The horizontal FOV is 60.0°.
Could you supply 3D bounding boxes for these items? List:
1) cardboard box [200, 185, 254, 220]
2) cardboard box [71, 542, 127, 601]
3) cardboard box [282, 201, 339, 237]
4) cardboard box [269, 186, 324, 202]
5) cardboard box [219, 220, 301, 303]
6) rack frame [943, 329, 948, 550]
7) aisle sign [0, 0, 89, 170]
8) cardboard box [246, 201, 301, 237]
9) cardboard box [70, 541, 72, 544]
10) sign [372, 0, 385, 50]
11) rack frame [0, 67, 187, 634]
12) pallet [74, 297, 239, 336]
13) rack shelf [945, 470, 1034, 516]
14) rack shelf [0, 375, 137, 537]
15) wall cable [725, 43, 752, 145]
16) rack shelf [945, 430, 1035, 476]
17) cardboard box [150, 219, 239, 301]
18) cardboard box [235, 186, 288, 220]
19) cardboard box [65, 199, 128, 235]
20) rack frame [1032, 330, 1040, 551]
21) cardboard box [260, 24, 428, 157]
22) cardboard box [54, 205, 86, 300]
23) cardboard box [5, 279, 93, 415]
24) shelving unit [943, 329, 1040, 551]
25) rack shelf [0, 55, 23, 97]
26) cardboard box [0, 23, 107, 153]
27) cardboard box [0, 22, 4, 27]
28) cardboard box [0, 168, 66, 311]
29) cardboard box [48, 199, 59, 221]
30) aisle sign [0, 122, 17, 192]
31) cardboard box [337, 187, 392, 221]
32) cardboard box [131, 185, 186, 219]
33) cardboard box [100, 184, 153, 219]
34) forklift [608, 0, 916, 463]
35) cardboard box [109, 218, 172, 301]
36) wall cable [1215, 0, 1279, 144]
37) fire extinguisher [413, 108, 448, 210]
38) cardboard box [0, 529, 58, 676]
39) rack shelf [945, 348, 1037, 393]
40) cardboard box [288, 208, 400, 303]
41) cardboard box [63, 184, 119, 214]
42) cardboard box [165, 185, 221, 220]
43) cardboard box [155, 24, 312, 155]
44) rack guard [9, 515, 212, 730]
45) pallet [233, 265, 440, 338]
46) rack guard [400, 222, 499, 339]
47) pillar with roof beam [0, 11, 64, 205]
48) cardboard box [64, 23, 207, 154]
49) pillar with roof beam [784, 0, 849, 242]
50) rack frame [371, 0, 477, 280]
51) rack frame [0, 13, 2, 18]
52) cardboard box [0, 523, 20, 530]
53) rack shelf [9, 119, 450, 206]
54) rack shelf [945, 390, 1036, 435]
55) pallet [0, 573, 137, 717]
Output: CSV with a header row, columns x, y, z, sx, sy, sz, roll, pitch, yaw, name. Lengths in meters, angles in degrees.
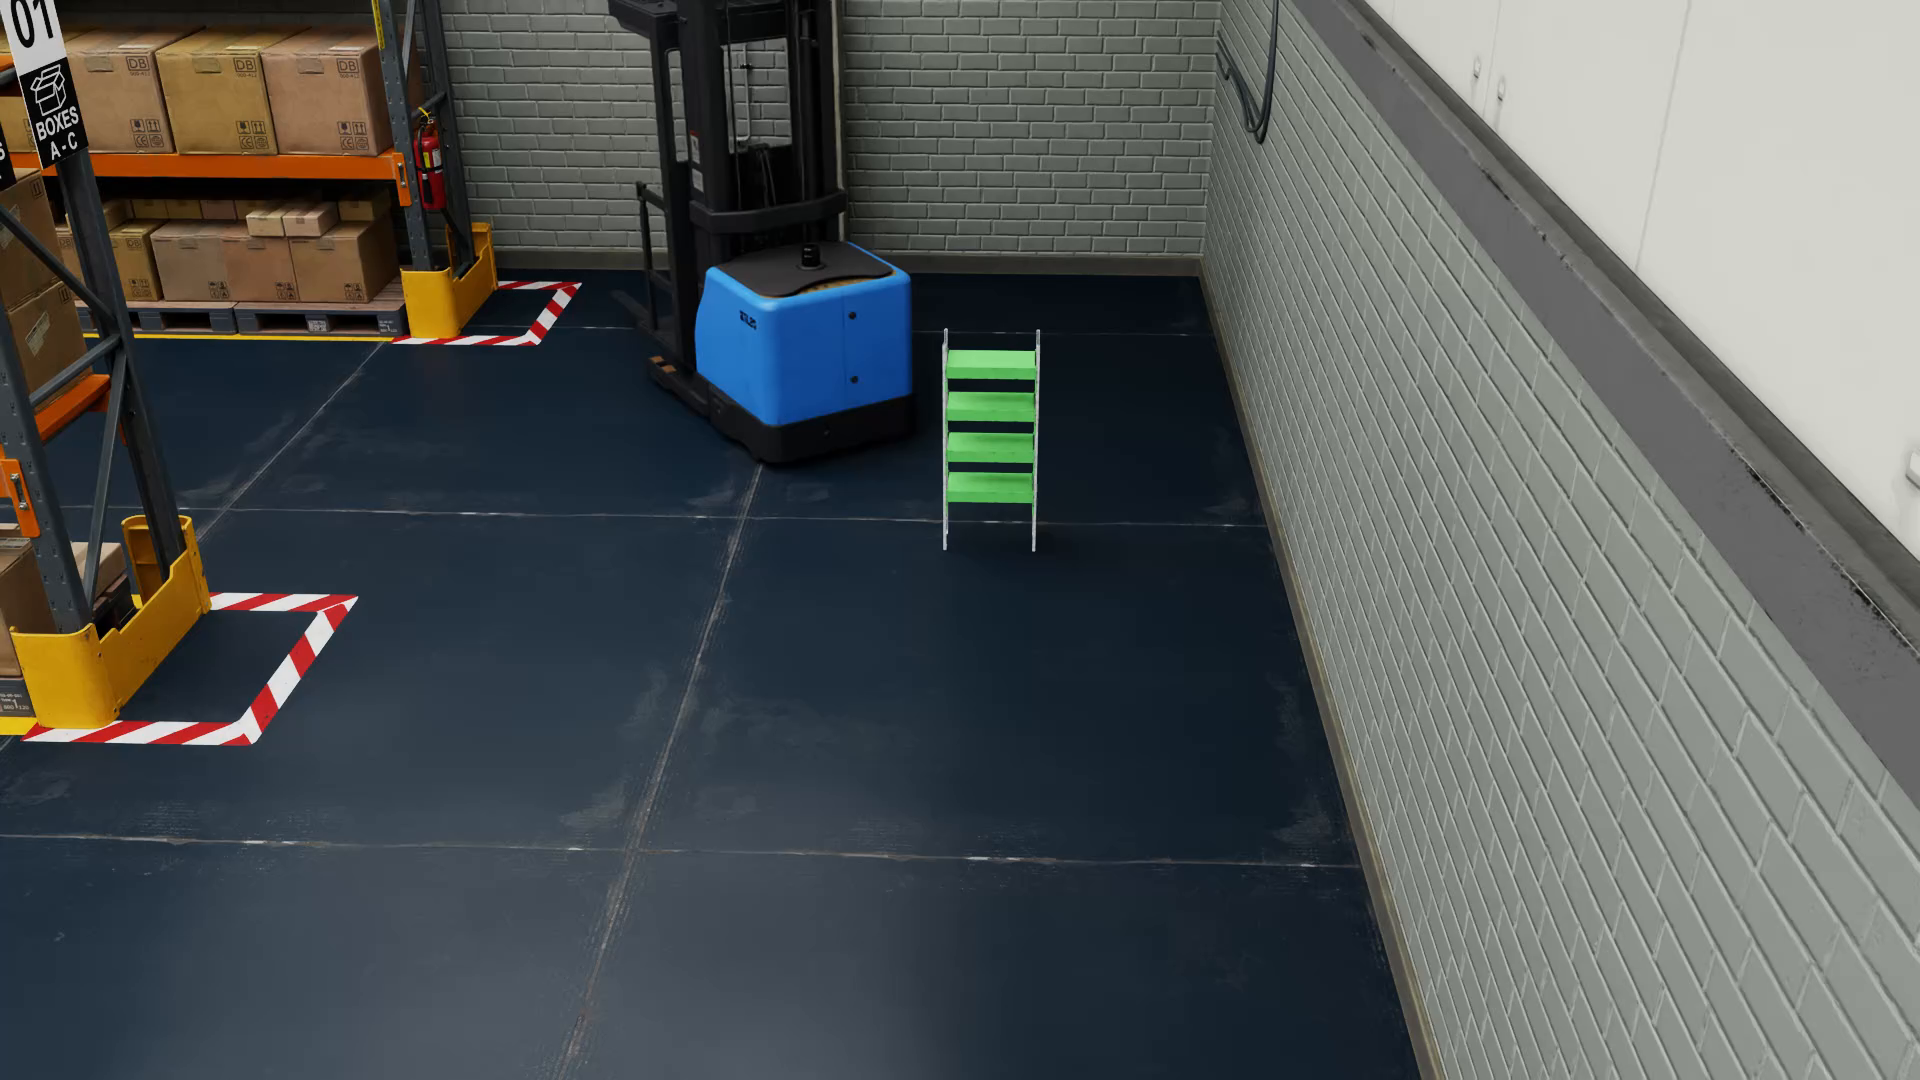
x,y,z,sx,sy,sz,roll,pitch,yaw,name
-5.393,-2.492,12.276,0.250,0.149,0.380,1,28,3,cardboard box
-4.389,0.165,8.311,0.250,0.149,0.380,1,28,2,cardboard box
-4.649,-2.301,11.915,0.250,0.149,0.380,1,28,1,cardboard box
-4.889,-2.483,12.260,0.250,0.149,0.380,1,28,2,cardboard box
-5.014,-2.106,12.240,0.500,0.500,0.700,1,28,2,cardboard box
-0.078,-0.531,8.971,0.015,1.200,0.240,1,28,2,rack frame
-3.904,-2.018,7.078,0.004,0.787,0.394,1,28,2,aisle sign
-4.904,-2.305,11.923,0.250,0.149,0.380,2,28,3,cardboard box
-4.638,0.153,8.314,0.250,0.166,0.380,1,28,2,cardboard box
-3.844,-3.414,10.998,0.005,0.325,0.100,1,28,2,sign
-3.982,-0.733,7.429,0.127,3.000,1.000,1,28,2,rack frame
-5.829,-1.817,12.453,1.213,0.211,1.003,1,28,2,pallet
0.165,-0.259,9.106,0.480,0.148,0.258,1,28,2,rack shelf
-5.981,-0.448,7.660,4.000,0.370,1.077,1,28,2,rack shelf
-2.498,-3.922,12.361,1.851,1.984,0.084,1,28,2,wall cable
0.165,-0.471,8.994,0.480,0.148,0.258,1,28,2,rack shelf
-5.517,-2.114,12.255,0.500,0.500,0.700,0,28,0,cardboard box
-5.139,-2.488,12.268,0.250,0.149,0.380,1,28,2,cardboard box
-6.207,-2.325,11.962,0.250,0.149,0.380,0,28,0,cardboard box
0.409,-0.523,8.956,0.015,1.200,0.240,1,28,2,rack frame
-4.321,-3.188,11.740,0.700,0.700,0.980,2,28,4,cardboard box
-6.563,-2.128,12.283,0.500,0.500,0.700,1,28,1,cardboard box
-4.416,-0.908,7.653,0.500,0.500,0.500,2,28,3,cardboard box
0.165,-0.527,8.964,0.503,1.200,0.258,1,28,2,shelving unit
-5.981,-1.773,6.958,4.000,0.370,1.077,1,28,2,rack shelf
-6.538,-3.219,11.799,0.700,0.700,0.980,0,28,0,cardboard box
-7.267,-3.233,11.827,0.700,0.700,0.980,1,28,3,cardboard box
-4.416,-1.349,7.419,0.500,0.500,0.500,2,28,3,cardboard box
-6.729,-2.334,11.978,0.250,0.149,0.380,2,28,4,cardboard box
-3.925,-1.737,6.548,0.004,0.787,0.394,1,28,2,aisle sign
-4.382,-2.475,12.245,0.250,0.149,0.380,1,28,2,cardboard box
-5.902,-2.500,12.291,0.250,0.149,0.380,0,28,1,cardboard box
-6.160,-2.504,12.299,0.250,0.149,0.380,1,28,2,cardboard box
-1.486,-2.404,10.655,1.130,2.935,3.031,-16,32,-28,forklift
-6.050,-2.119,12.265,0.500,0.500,0.700,2,28,3,cardboard box
1.829,-4.069,10.634,0.112,2.526,3.097,1,28,2,wall cable
-3.677,-2.634,11.497,0.183,0.674,0.296,1,28,2,fire extinguisher
-4.534,0.284,7.711,0.500,0.500,0.500,1,28,2,cardboard box
0.165,-0.895,8.769,0.480,0.148,0.258,1,28,2,rack shelf
-4.514,-2.097,12.224,0.500,0.500,0.700,1,28,2,cardboard box
-6.413,-2.508,12.307,0.250,0.149,0.380,0,28,0,cardboard box
-5.649,-2.496,12.283,0.250,0.149,0.380,1,28,2,cardboard box
-5.049,-3.194,11.753,0.700,0.700,0.980,1,28,1,cardboard box
-4.058,0.371,8.017,0.348,0.500,1.175,1,28,2,rack guard
-4.613,-1.796,12.413,1.213,0.211,1.003,1,28,2,pallet
-3.787,-1.947,12.388,0.348,0.500,1.175,1,28,2,rack guard
-7.230,-4.146,7.464,0.400,9.000,9.100,1,28,2,pillar with roof beam
-5.810,-3.211,11.785,0.700,0.700,0.980,0,28,-1,cardboard box
-1.234,-4.047,7.277,0.400,9.000,9.100,1,28,2,pillar with roof beam
-3.811,-3.051,11.804,0.127,3.000,1.000,1,28,2,rack frame
-3.982,-3.383,6.024,0.127,3.000,1.000,1,28,2,rack frame
-5.015,0.138,8.253,0.500,0.250,0.500,1,28,2,cardboard box
-5.810,-2.767,12.034,4.000,0.370,1.077,1,28,2,rack shelf
0.165,-0.683,8.881,0.480,0.148,0.258,1,28,2,rack shelf
-4.855,0.486,8.109,1.213,0.211,1.003,1,28,2,pallet
